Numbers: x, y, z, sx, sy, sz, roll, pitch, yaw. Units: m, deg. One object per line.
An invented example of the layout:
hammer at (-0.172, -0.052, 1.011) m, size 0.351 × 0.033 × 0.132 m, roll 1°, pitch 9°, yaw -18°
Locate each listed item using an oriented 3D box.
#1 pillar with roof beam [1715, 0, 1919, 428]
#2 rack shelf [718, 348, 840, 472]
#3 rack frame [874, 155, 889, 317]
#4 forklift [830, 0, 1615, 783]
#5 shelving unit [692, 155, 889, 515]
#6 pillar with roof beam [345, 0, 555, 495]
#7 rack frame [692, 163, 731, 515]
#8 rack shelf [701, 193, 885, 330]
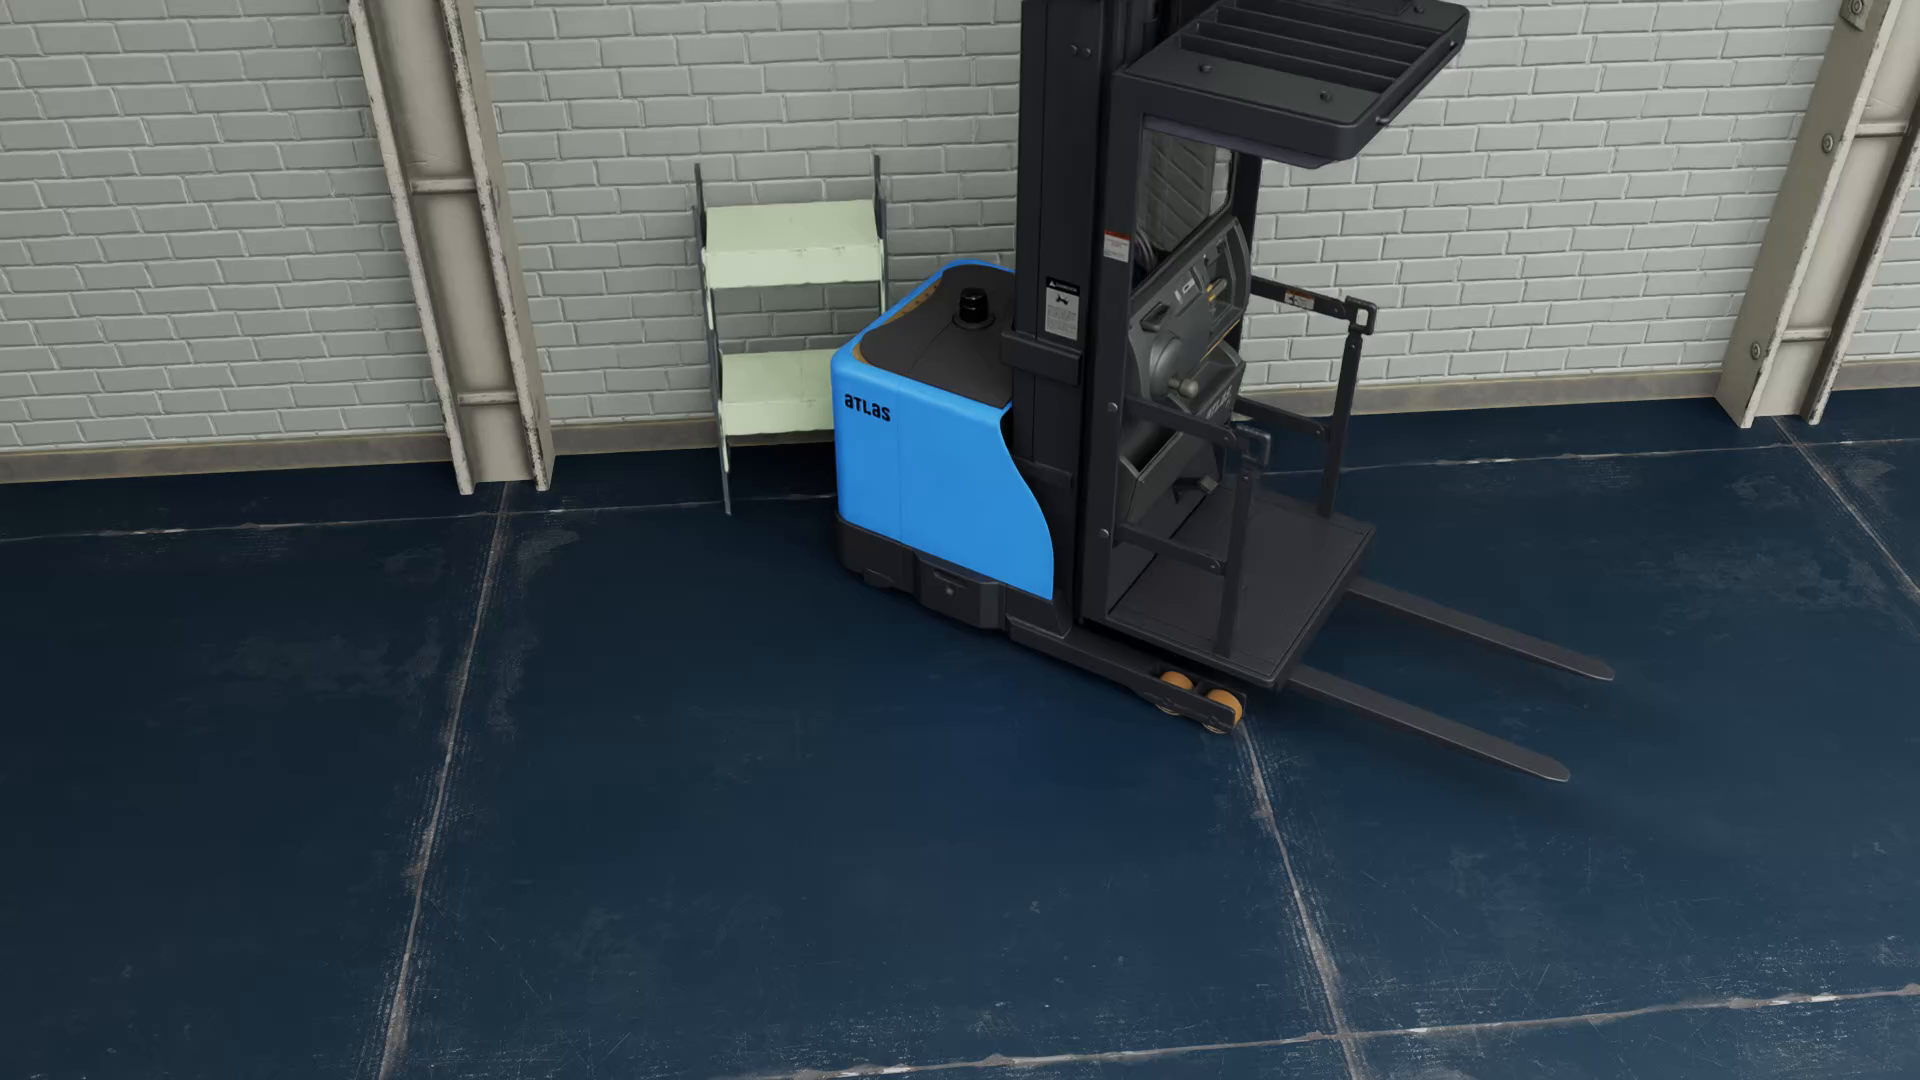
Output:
pillar with roof beam at (4.283, -1.516, 1.907) m, size 0.400 × 9.000 × 9.100 m, roll -3°, pitch 38°, yaw -4°
rack shelf at (-0.686, -0.592, 7.316) m, size 0.720 × 0.370 × 0.431 m, roll -4°, pitch 38°, yaw -5°
rack frame at (-0.322, -0.872, 7.145) m, size 0.023 × 1.500 × 0.400 m, roll -4°, pitch 38°, yaw -5°
forklift at (1.005, -0.794, 5.890) m, size 3.031 × 2.935 × 1.130 m, roll 21°, pitch 43°, yaw 24°
shelving unit at (-0.686, -0.848, 7.114) m, size 0.755 × 1.500 × 0.431 m, roll -4°, pitch 38°, yaw -5°
pillar with roof beam at (-1.694, -1.187, 1.490) m, size 0.400 × 9.000 × 9.100 m, roll -3°, pitch 38°, yaw -4°
rack frame at (-1.050, -0.824, 7.084) m, size 0.023 × 1.500 × 0.400 m, roll -4°, pitch 38°, yaw -5°
rack shelf at (-0.686, -1.155, 6.872) m, size 0.720 × 0.370 × 0.431 m, roll -4°, pitch 38°, yaw -5°
